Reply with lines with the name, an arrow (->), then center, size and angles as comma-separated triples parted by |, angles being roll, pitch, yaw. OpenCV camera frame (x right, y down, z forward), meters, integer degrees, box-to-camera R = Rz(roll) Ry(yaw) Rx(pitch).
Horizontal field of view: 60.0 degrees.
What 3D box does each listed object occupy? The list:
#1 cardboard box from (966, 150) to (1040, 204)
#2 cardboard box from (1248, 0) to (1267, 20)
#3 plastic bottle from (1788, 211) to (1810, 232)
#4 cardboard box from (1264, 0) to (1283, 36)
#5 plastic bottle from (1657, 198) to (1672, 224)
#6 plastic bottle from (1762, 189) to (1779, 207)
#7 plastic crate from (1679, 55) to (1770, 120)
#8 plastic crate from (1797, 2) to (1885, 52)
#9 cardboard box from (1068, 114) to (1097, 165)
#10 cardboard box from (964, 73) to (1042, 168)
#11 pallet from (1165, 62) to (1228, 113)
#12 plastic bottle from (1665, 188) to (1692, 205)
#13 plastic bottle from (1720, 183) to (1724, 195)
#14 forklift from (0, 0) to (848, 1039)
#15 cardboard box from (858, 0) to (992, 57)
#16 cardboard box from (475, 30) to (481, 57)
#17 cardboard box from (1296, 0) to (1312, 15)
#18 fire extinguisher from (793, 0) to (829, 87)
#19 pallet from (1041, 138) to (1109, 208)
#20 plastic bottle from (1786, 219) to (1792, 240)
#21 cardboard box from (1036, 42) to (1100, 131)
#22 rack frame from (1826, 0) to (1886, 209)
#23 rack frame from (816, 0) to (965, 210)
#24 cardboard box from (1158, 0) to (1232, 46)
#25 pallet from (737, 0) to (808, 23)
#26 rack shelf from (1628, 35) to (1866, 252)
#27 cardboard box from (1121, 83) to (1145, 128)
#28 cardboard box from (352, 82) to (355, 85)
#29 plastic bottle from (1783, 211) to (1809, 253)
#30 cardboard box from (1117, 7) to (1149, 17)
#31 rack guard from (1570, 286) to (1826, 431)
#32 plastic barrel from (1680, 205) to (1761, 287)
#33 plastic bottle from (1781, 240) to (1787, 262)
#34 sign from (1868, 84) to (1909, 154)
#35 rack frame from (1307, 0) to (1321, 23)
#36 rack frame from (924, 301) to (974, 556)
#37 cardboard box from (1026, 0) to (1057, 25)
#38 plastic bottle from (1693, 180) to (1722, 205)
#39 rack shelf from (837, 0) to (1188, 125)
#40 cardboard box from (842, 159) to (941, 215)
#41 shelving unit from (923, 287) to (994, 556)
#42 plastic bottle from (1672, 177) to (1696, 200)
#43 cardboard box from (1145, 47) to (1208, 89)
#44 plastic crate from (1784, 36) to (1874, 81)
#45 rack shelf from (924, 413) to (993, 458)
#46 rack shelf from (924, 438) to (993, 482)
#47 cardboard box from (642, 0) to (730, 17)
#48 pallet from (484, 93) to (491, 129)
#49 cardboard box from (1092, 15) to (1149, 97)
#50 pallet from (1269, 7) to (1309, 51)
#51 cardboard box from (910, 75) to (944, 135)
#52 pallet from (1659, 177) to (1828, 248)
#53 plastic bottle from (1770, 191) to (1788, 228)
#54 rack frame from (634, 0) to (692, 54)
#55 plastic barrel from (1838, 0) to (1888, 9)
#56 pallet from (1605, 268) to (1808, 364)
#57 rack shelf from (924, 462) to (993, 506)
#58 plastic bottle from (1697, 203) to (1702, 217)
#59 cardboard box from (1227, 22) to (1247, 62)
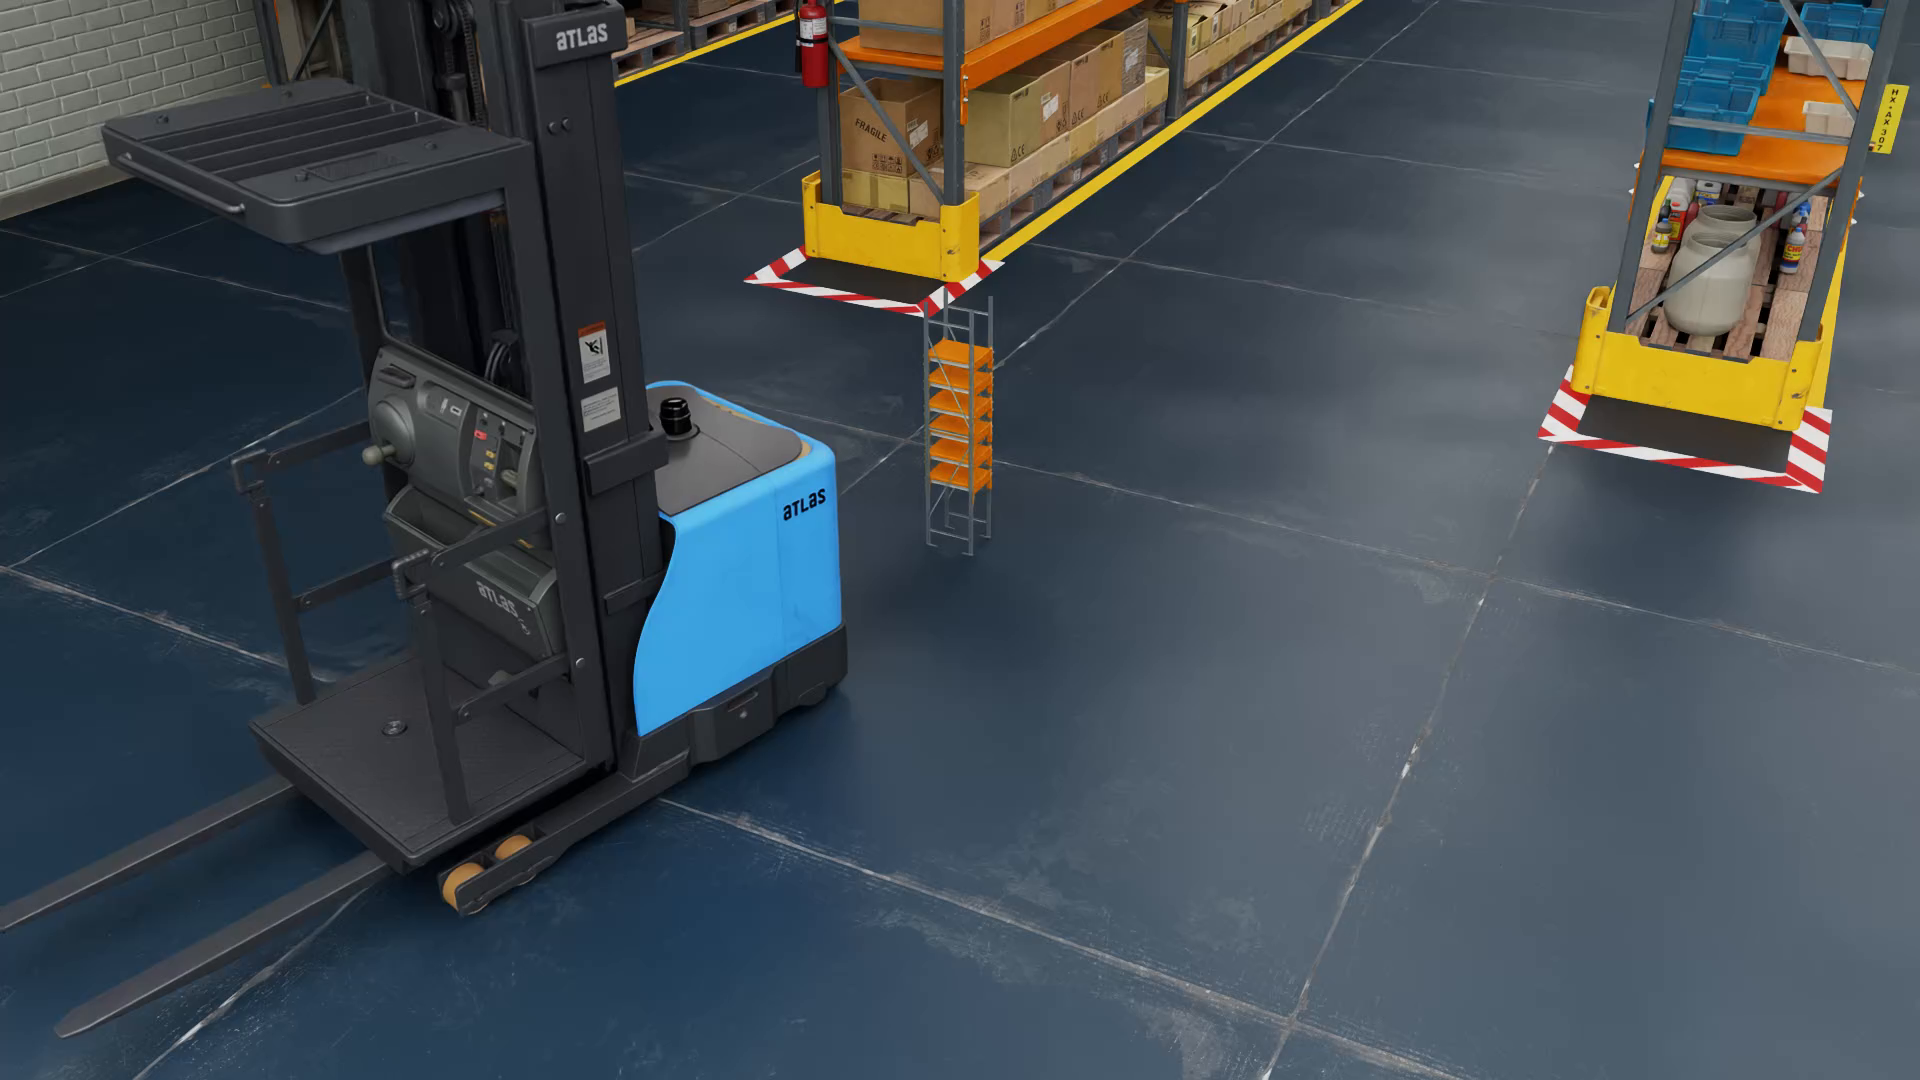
cardboard box -> 0.224, -2.551, 11.520 | 0.500, 0.250, 0.500 | 14, 33, 23
cardboard box -> 2.488, -4.967, 15.163 | 0.500, 0.311, 0.500 | 15, 33, 25
plastic bottle -> 5.409, -2.068, 10.708 | 0.097, 0.201, 0.097 | 0, 30, 0
cardboard box -> 2.716, -4.948, 15.694 | 0.500, 0.250, 0.500 | 15, 33, 24
plastic bottle -> 4.448, -2.009, 10.522 | 0.061, 0.283, 0.133 | 15, 33, 24
plastic bottle -> 5.520, -2.396, 11.204 | 0.152, 0.276, 0.135 | 14, 33, 23
plastic crate -> 4.227, -2.538, 9.308 | 0.499, 0.251, 0.408 | 14, 33, 23
plastic crate -> 5.525, -3.183, 10.430 | 0.499, 0.251, 0.616 | 14, 33, 23
cardboard box -> 0.684, -2.994, 12.290 | 0.500, 0.250, 0.500 | 14, 33, 23
cardboard box -> 0.225, -2.876, 11.333 | 0.500, 0.500, 0.500 | 14, 33, 23
pallet -> 1.680, -4.051, 14.593 | 1.003, 0.211, 1.213 | 14, 33, 23
plastic bottle -> 4.614, -2.117, 10.718 | 0.152, 0.276, 0.135 | 13, 32, 22
plastic bottle -> 5.178, -2.546, 11.389 | 0.144, 0.351, 0.185 | 14, 33, 23
forklift -> -1.817, -0.307, 5.341 | 1.130, 2.935, 3.031 | 25, 38, 36
cardboard box -> -0.219, -3.399, 10.557 | 0.700, 0.500, 0.500 | 14, 33, 23
cardboard box -> -3.821, -4.234, 14.179 | 0.700, 0.500, 0.500 | 12, 32, 20
cardboard box -> 3.179, -5.400, 16.480 | 0.500, 0.250, 0.500 | 15, 33, 24
fire extinguisher -> -0.910, -3.171, 10.338 | 0.296, 0.674, 0.183 | 14, 33, 23
pallet -> 0.425, -2.830, 12.466 | 1.003, 0.211, 1.213 | 14, 33, 23
plastic bottle -> 5.315, -1.977, 10.549 | 0.097, 0.201, 0.097 | 0, 30, 0
cardboard box -> 0.685, -3.319, 12.103 | 0.500, 0.500, 0.500 | 14, 33, 23
rack frame -> 5.787, -3.800, 11.355 | 1.000, 3.000, 0.127 | 14, 33, 23
rack frame -> -0.443, -3.152, 10.227 | 1.000, 3.000, 0.127 | 14, 33, 23
cardboard box -> 2.022, -4.506, 14.360 | 0.500, 0.311, 0.500 | 14, 33, 23
pallet -> -2.124, -5.726, 17.510 | 1.003, 0.211, 1.213 | 14, 33, 23
rack shelf -> 4.876, -2.601, 9.990 | 1.077, 0.370, 4.000 | 14, 33, 23
cardboard box -> 1.126, -3.440, 13.068 | 0.500, 0.250, 0.500 | 14, 33, 23
cardboard box -> -4.459, -3.585, 13.239 | 0.500, 0.311, 0.500 | 11, 32, 18
plastic bottle -> 5.224, -1.919, 10.378 | 0.097, 0.271, 0.097 | 0, 30, 0
cardboard box -> 1.309, -4.403, 14.181 | 0.500, 0.311, 0.500 | 14, 33, 23
rack guard -> 3.958, -0.987, 8.967 | 1.175, 0.500, 0.348 | 14, 33, 23
plastic barrel -> 4.425, -1.661, 9.707 | 0.421, 0.512, 0.421 | 0, 30, 0
plastic bottle -> 5.115, -1.783, 10.211 | 0.097, 0.201, 0.097 | 0, 30, 0
sign -> 4.453, -2.020, 7.977 | 0.100, 0.325, 0.005 | 14, 33, 23
rack frame -> 3.201, -6.698, 16.403 | 1.000, 3.000, 0.127 | 14, 33, 23
rack frame -> -0.048, -0.473, 7.369 | 0.240, 1.200, 0.006 | 14, 33, 23
cardboard box -> 0.247, -3.852, 11.345 | 0.700, 0.500, 0.500 | 15, 33, 24
plastic bottle -> 4.914, -2.251, 10.951 | 0.152, 0.276, 0.135 | 14, 33, 23
rack shelf -> 0.468, -3.727, 11.950 | 1.077, 0.370, 4.000 | 14, 33, 23
cardboard box -> -0.462, -2.446, 11.338 | 0.500, 0.250, 0.500 | 14, 33, 23
shelving unit -> -0.007, -0.514, 7.440 | 0.258, 1.200, 0.189 | 14, 33, 23
plastic bottle -> 4.770, -2.306, 10.972 | 0.144, 0.351, 0.185 | 14, 33, 23
cardboard box -> 1.784, -4.038, 14.108 | 0.500, 0.250, 0.500 | 13, 33, 22
plastic crate -> 5.273, -2.908, 10.067 | 0.530, 0.136, 0.437 | 14, 33, 23
rack shelf -> -0.007, -0.475, 7.462 | 0.258, 0.103, 0.180 | 14, 33, 23
rack shelf -> -0.007, -0.371, 7.522 | 0.258, 0.103, 0.180 | 14, 33, 23
cardboard box -> -2.712, -5.484, 16.356 | 0.700, 0.500, 0.500 | 15, 33, 25
pallet -> -4.418, -3.451, 13.547 | 1.003, 0.211, 1.213 | 14, 33, 23
cardboard box -> 1.124, -3.766, 12.882 | 0.500, 0.500, 0.500 | 14, 33, 23
pallet -> 2.792, -5.133, 16.477 | 1.003, 0.211, 1.213 | 14, 33, 23
cardboard box -> -0.021, -3.219, 11.929 | 0.500, 0.500, 0.500 | 14, 33, 23
pallet -> 5.444, -2.302, 11.547 | 1.003, 0.211, 1.213 | 14, 33, 23
plastic bottle -> 5.343, -2.186, 10.831 | 0.061, 0.283, 0.133 | 14, 33, 23
rack frame -> -3.032, -6.047, 15.269 | 1.000, 3.000, 0.127 | 14, 33, 23
plastic barrel -> 6.233, -4.120, 11.409 | 0.600, 0.901, 0.708 | 14, 33, 23
pallet -> 4.333, -1.221, 9.664 | 1.003, 0.211, 1.213 | 14, 33, 23
rack shelf -> -0.007, -0.267, 7.582 | 0.258, 0.103, 0.180 | 14, 33, 23
plastic bottle -> 4.733, -2.065, 10.701 | 0.097, 0.201, 0.097 | 0, 30, 0
cardboard box -> 2.251, -4.494, 14.903 | 0.500, 0.250, 0.500 | 13, 32, 22
